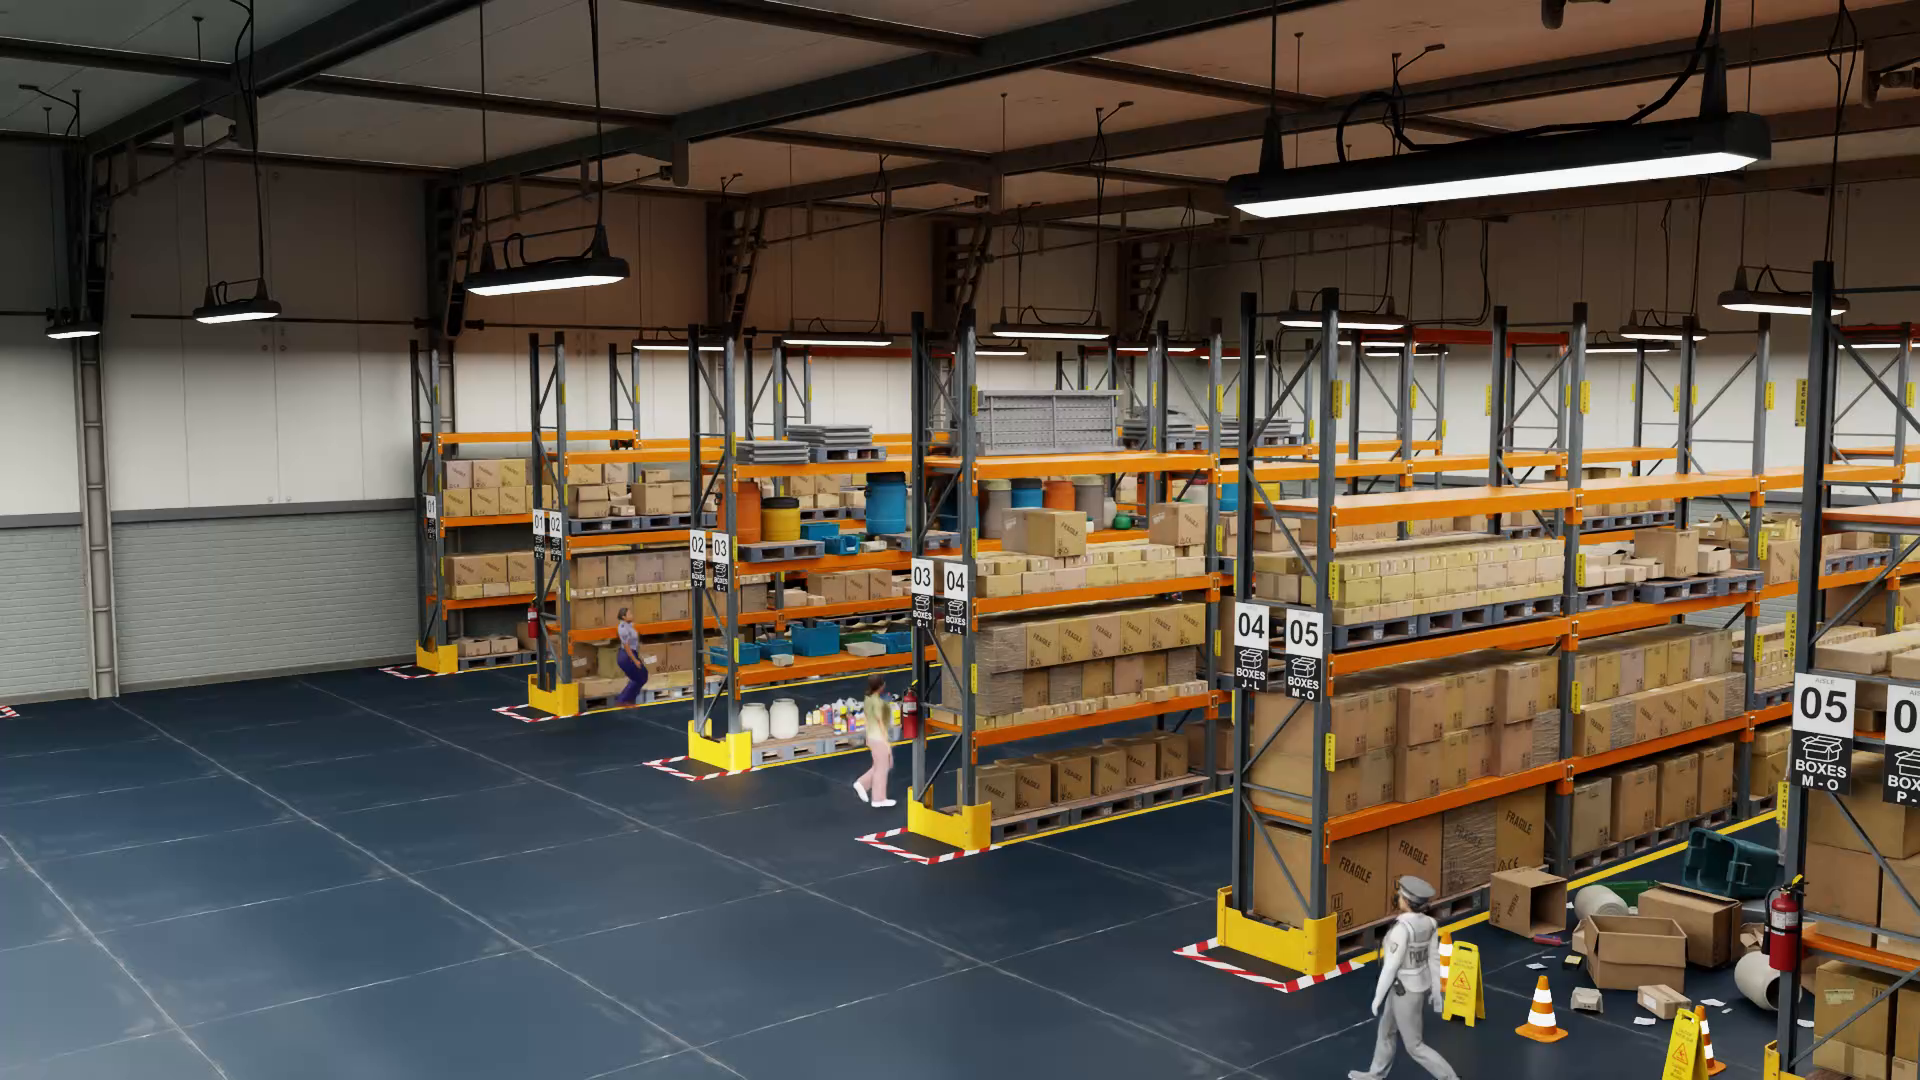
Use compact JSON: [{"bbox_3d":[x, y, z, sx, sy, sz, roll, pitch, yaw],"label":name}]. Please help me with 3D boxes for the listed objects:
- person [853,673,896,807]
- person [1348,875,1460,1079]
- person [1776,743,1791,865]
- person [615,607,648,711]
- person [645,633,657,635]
[{"bbox_3d":[-1.040,2.445,20.317,0.524,1.660,0.445,-1,5,-7],"label":"person"},{"bbox_3d":[3.225,3.236,11.930,0.957,1.650,0.451,3,6,29],"label":"person"},{"bbox_3d":[9.125,2.635,17.954,0.622,1.776,0.434,-1,5,-7],"label":"person"},{"bbox_3d":[-5.015,1.839,25.377,0.511,1.627,0.501,-1,5,-12],"label":"person"},{"bbox_3d":[-5.755,1.454,31.233,0.533,1.648,0.482,3,6,29],"label":"person"}]
